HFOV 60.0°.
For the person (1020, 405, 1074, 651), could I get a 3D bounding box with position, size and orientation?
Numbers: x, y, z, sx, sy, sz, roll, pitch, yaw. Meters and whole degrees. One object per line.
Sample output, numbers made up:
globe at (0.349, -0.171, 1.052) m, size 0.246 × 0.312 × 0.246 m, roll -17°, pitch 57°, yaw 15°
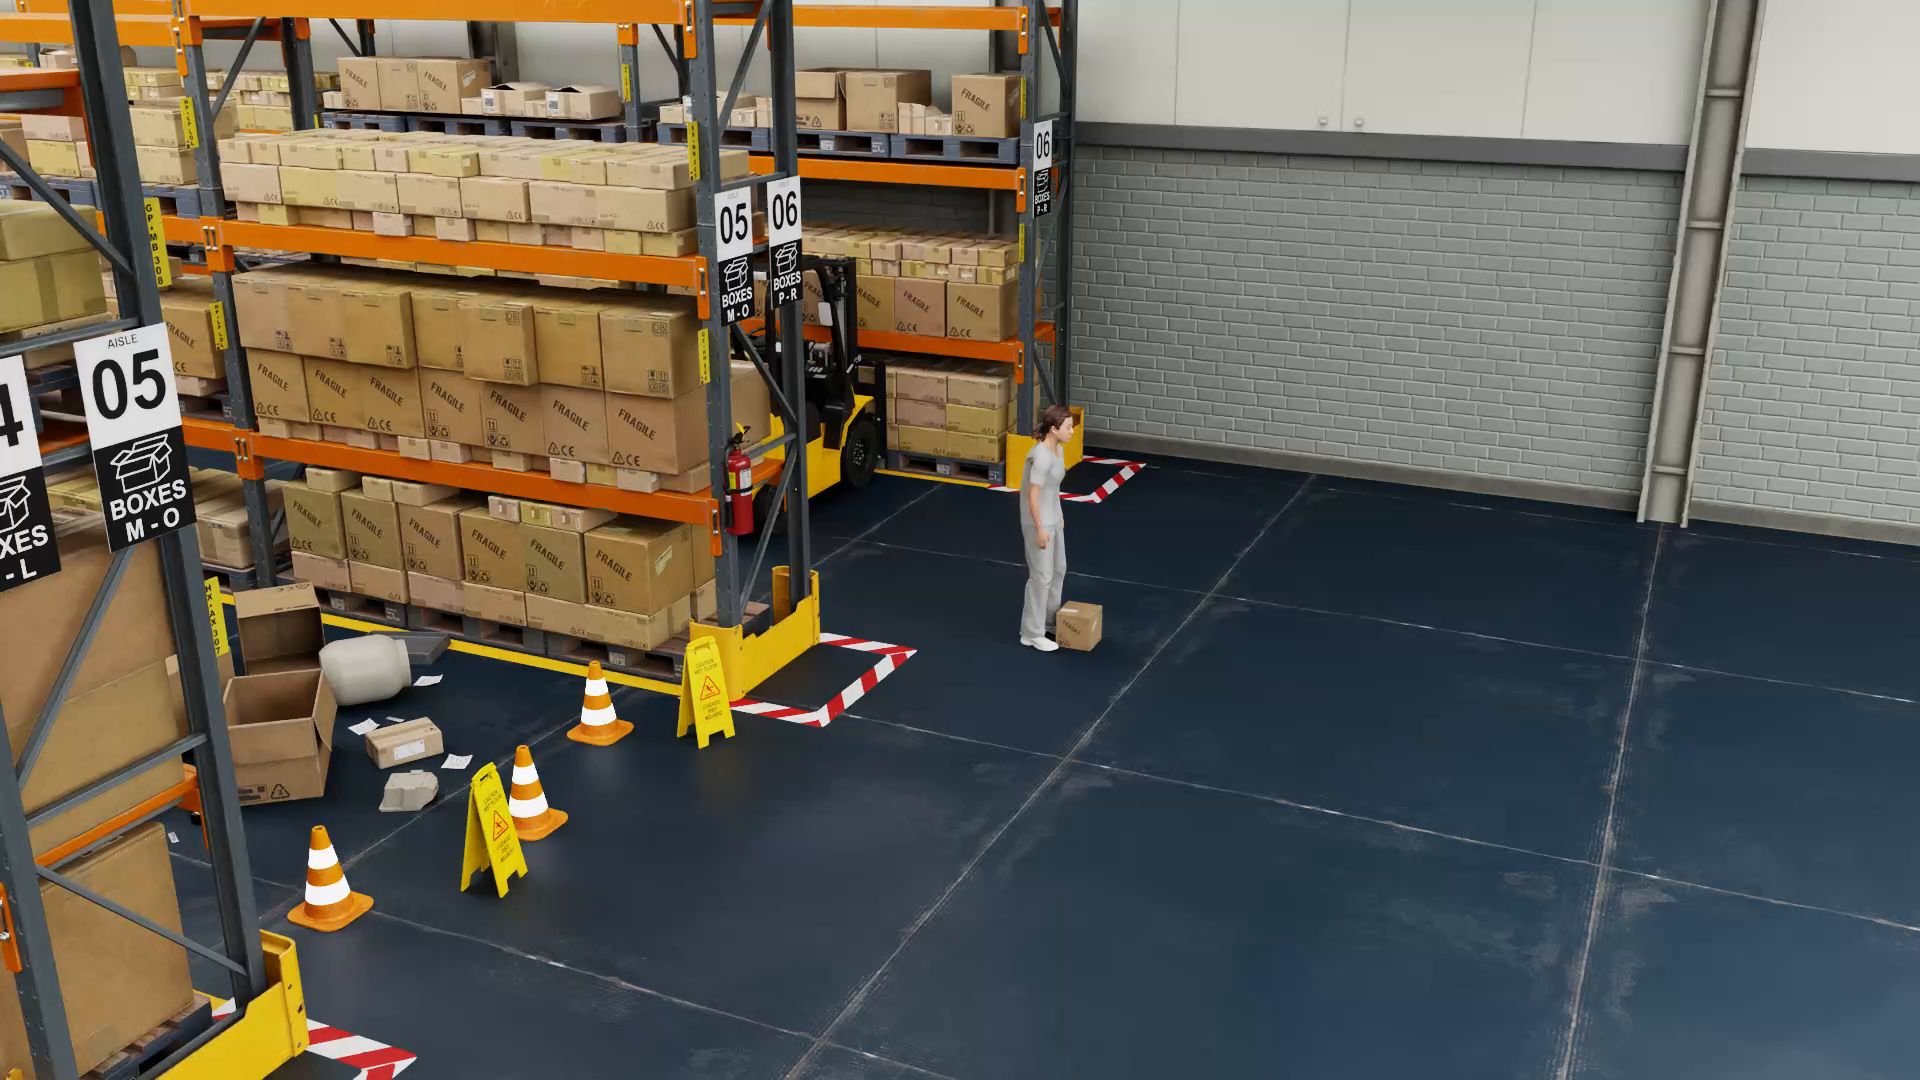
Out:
person at (0.596, -0.108, 11.382) m, size 0.361 × 1.671 × 0.514 m, roll 7°, pitch 20°, yaw 20°
